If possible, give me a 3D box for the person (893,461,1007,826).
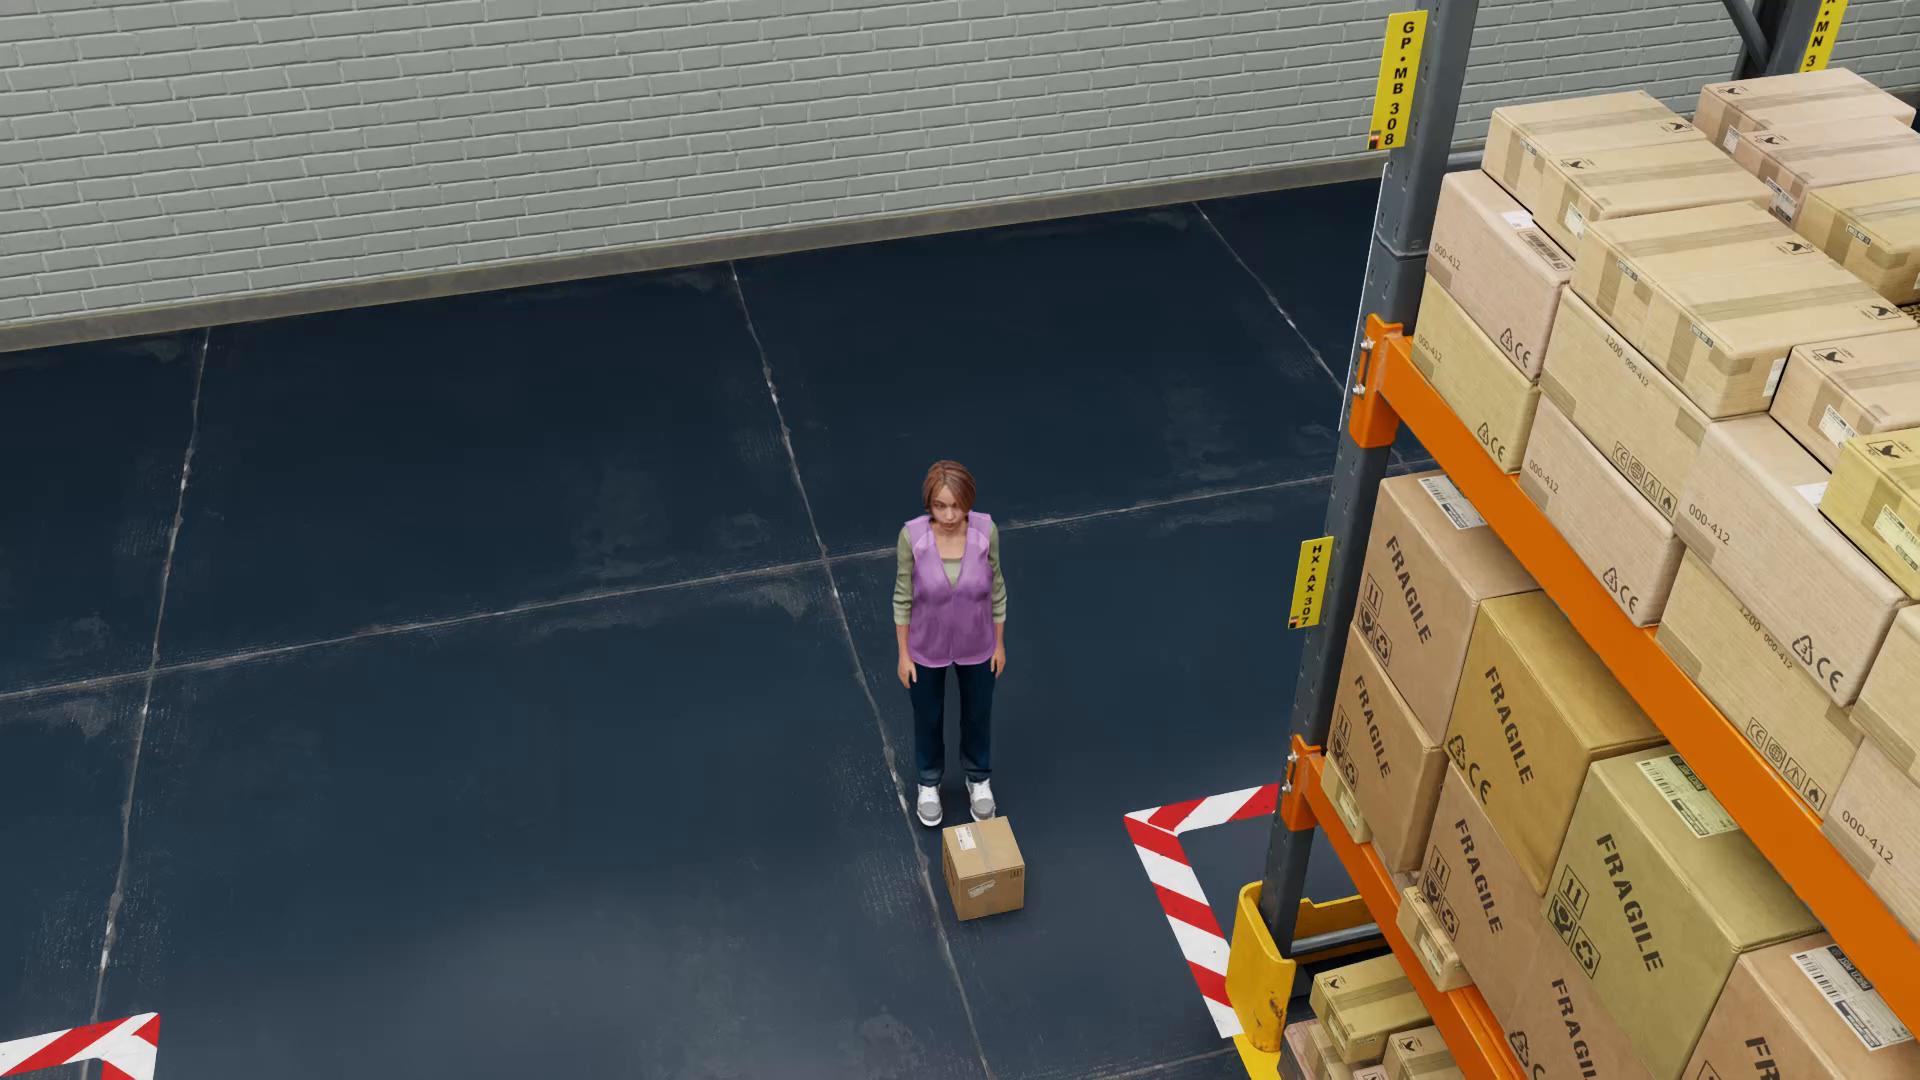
[{"bbox_3d":[-0.032,0.406,6.171,0.417,1.606,0.342,-5,39,-6],"label":"person"}]
